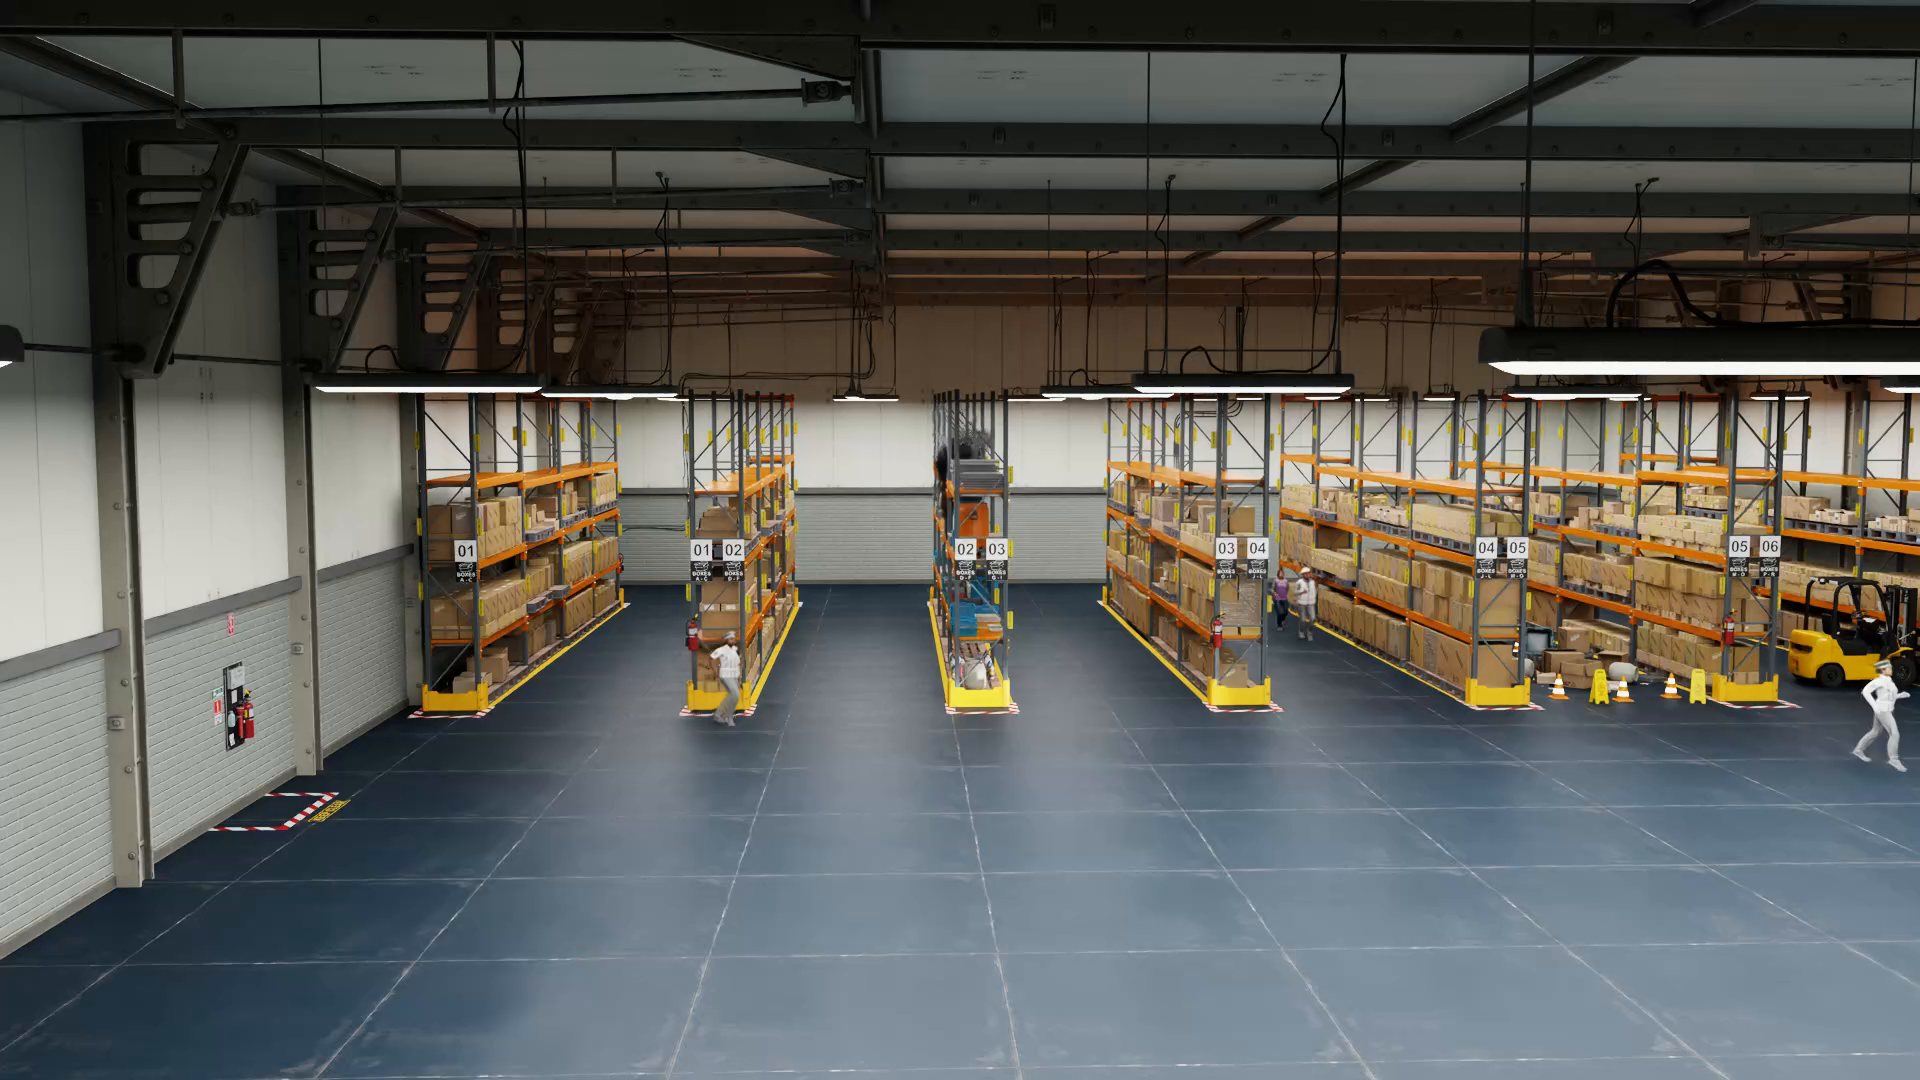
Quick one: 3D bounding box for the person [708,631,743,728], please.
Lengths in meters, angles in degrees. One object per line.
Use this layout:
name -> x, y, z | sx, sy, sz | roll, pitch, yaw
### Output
person -> -4.117, 2.473, 29.661 | 0.668, 1.714, 0.564 | 3, 5, 29

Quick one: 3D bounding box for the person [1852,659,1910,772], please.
person -> 14.512, 2.734, 26.185 | 0.808, 1.741, 0.587 | 4, 6, 37

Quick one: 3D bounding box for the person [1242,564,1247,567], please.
person -> 8.343, 0.919, 48.482 | 0.525, 1.701, 0.733 | -3, 6, -33

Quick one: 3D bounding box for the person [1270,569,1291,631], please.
person -> 8.110, 1.520, 42.005 | 0.530, 1.552, 0.551 | 0, 5, 0

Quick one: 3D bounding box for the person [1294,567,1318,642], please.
person -> 8.378, 1.569, 40.194 | 0.637, 1.817, 0.711 | 0, 5, -2
